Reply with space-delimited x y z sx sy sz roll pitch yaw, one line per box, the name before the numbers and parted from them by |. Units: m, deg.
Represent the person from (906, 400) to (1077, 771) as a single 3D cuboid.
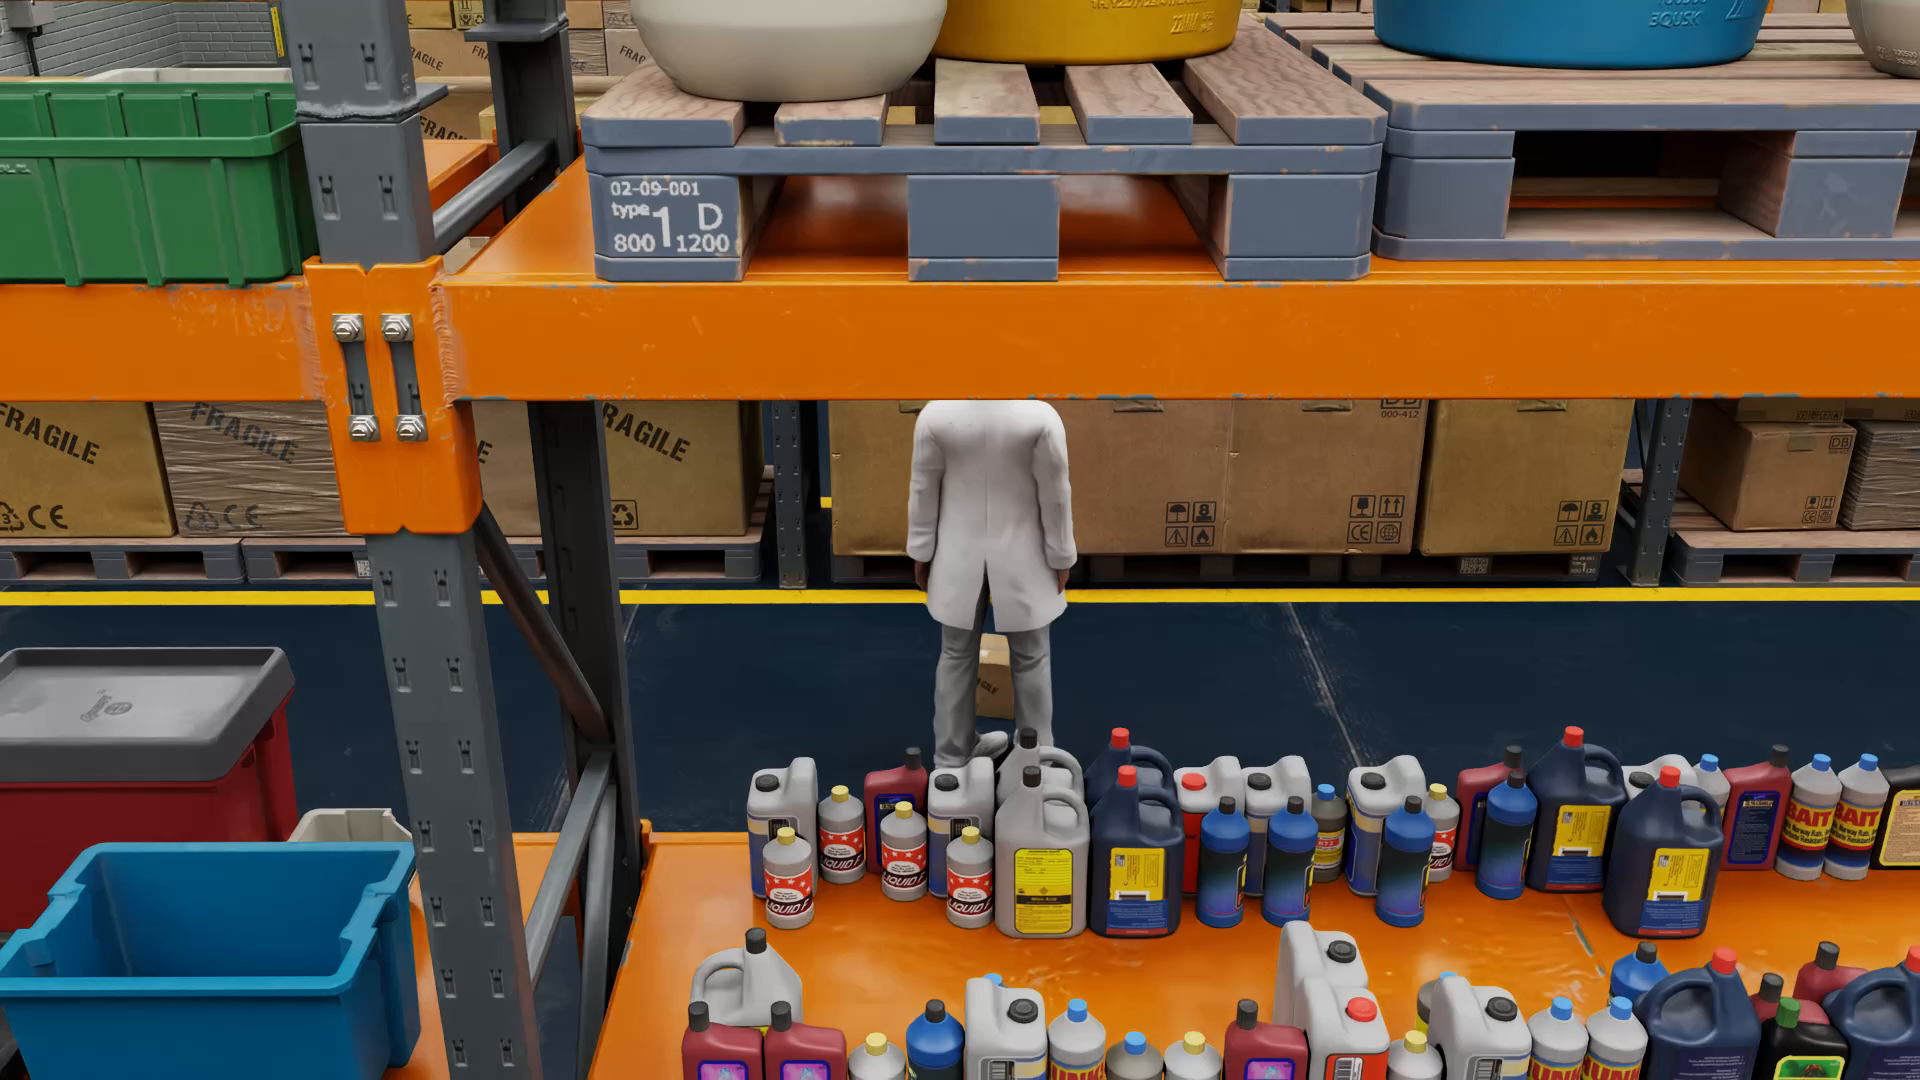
person | 0.123 0.042 5.992 0.615 1.783 0.435 4 24 9
